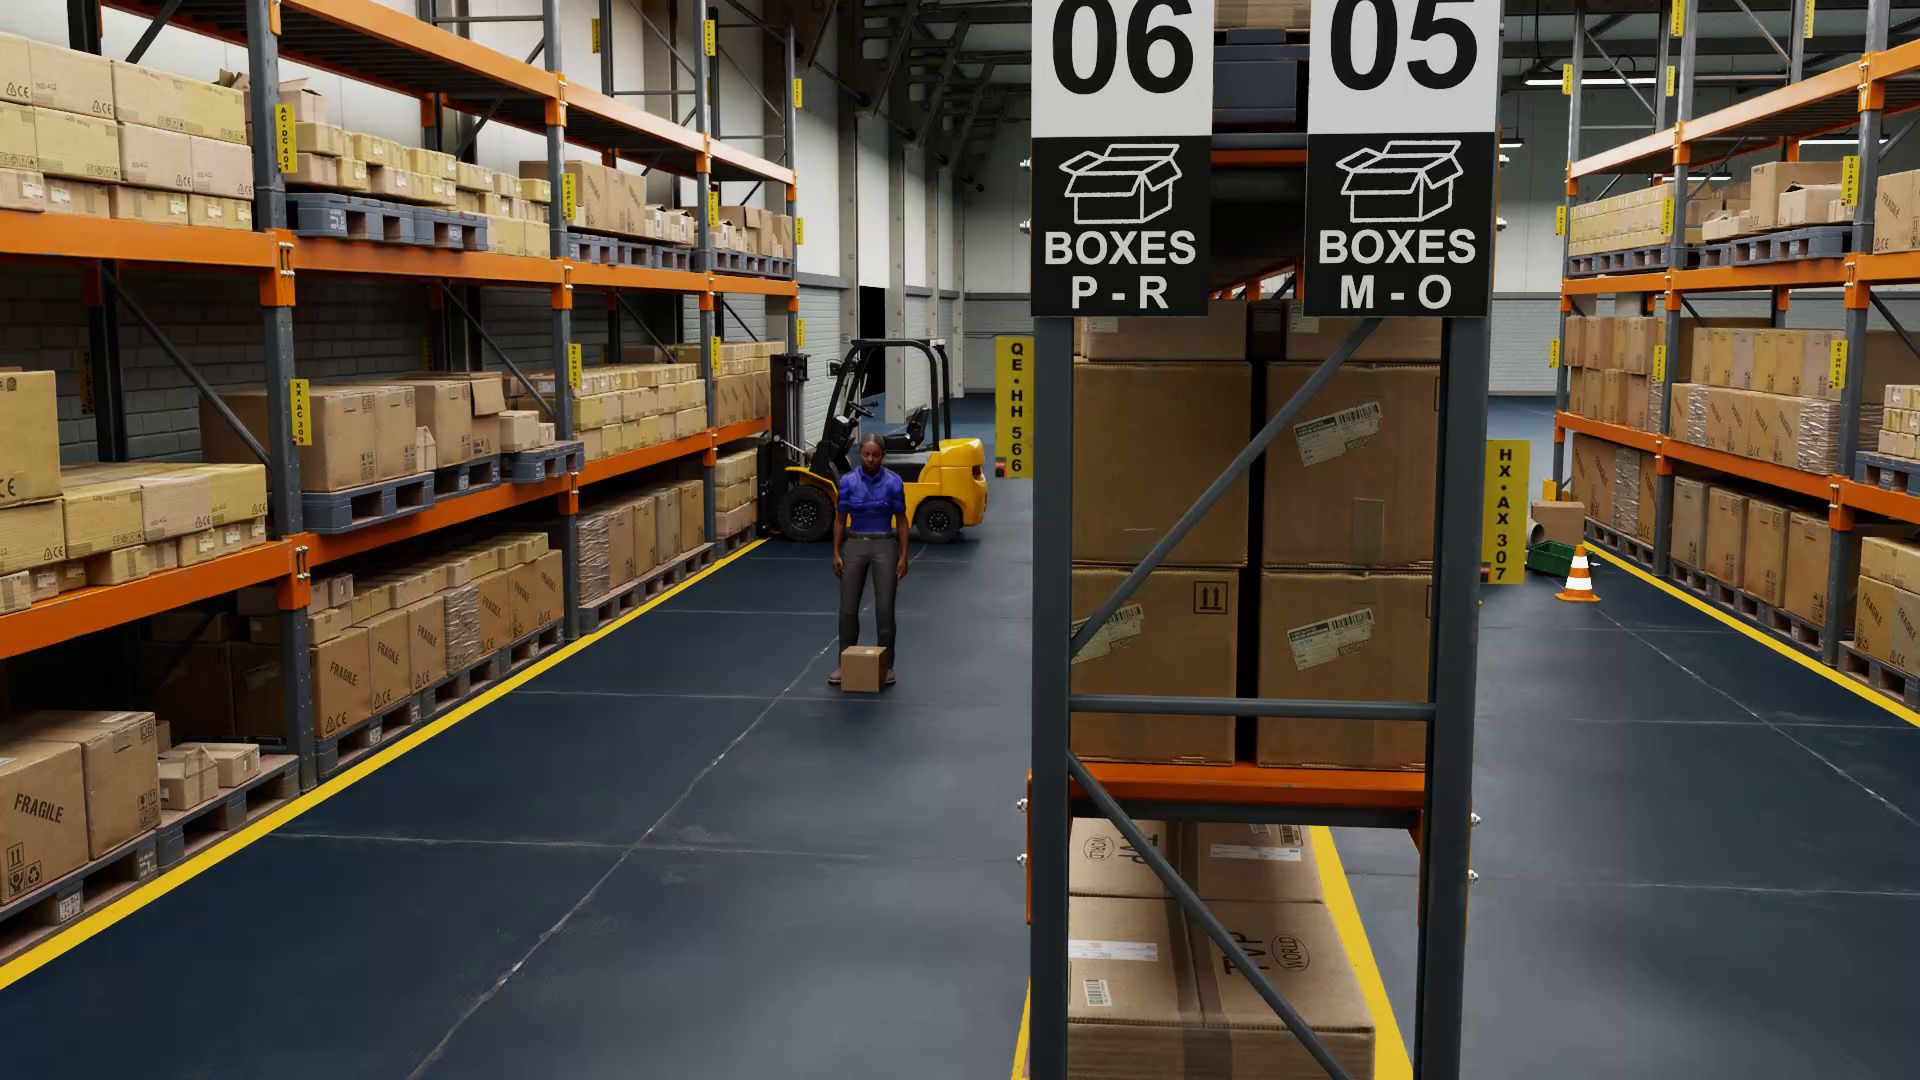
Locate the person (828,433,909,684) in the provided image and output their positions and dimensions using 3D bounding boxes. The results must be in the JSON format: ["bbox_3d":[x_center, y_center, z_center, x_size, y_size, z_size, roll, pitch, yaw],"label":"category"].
[{"bbox_3d":[-0.604,0.114,10.974,0.532,1.655,0.349,0,8,3],"label":"person"}]
